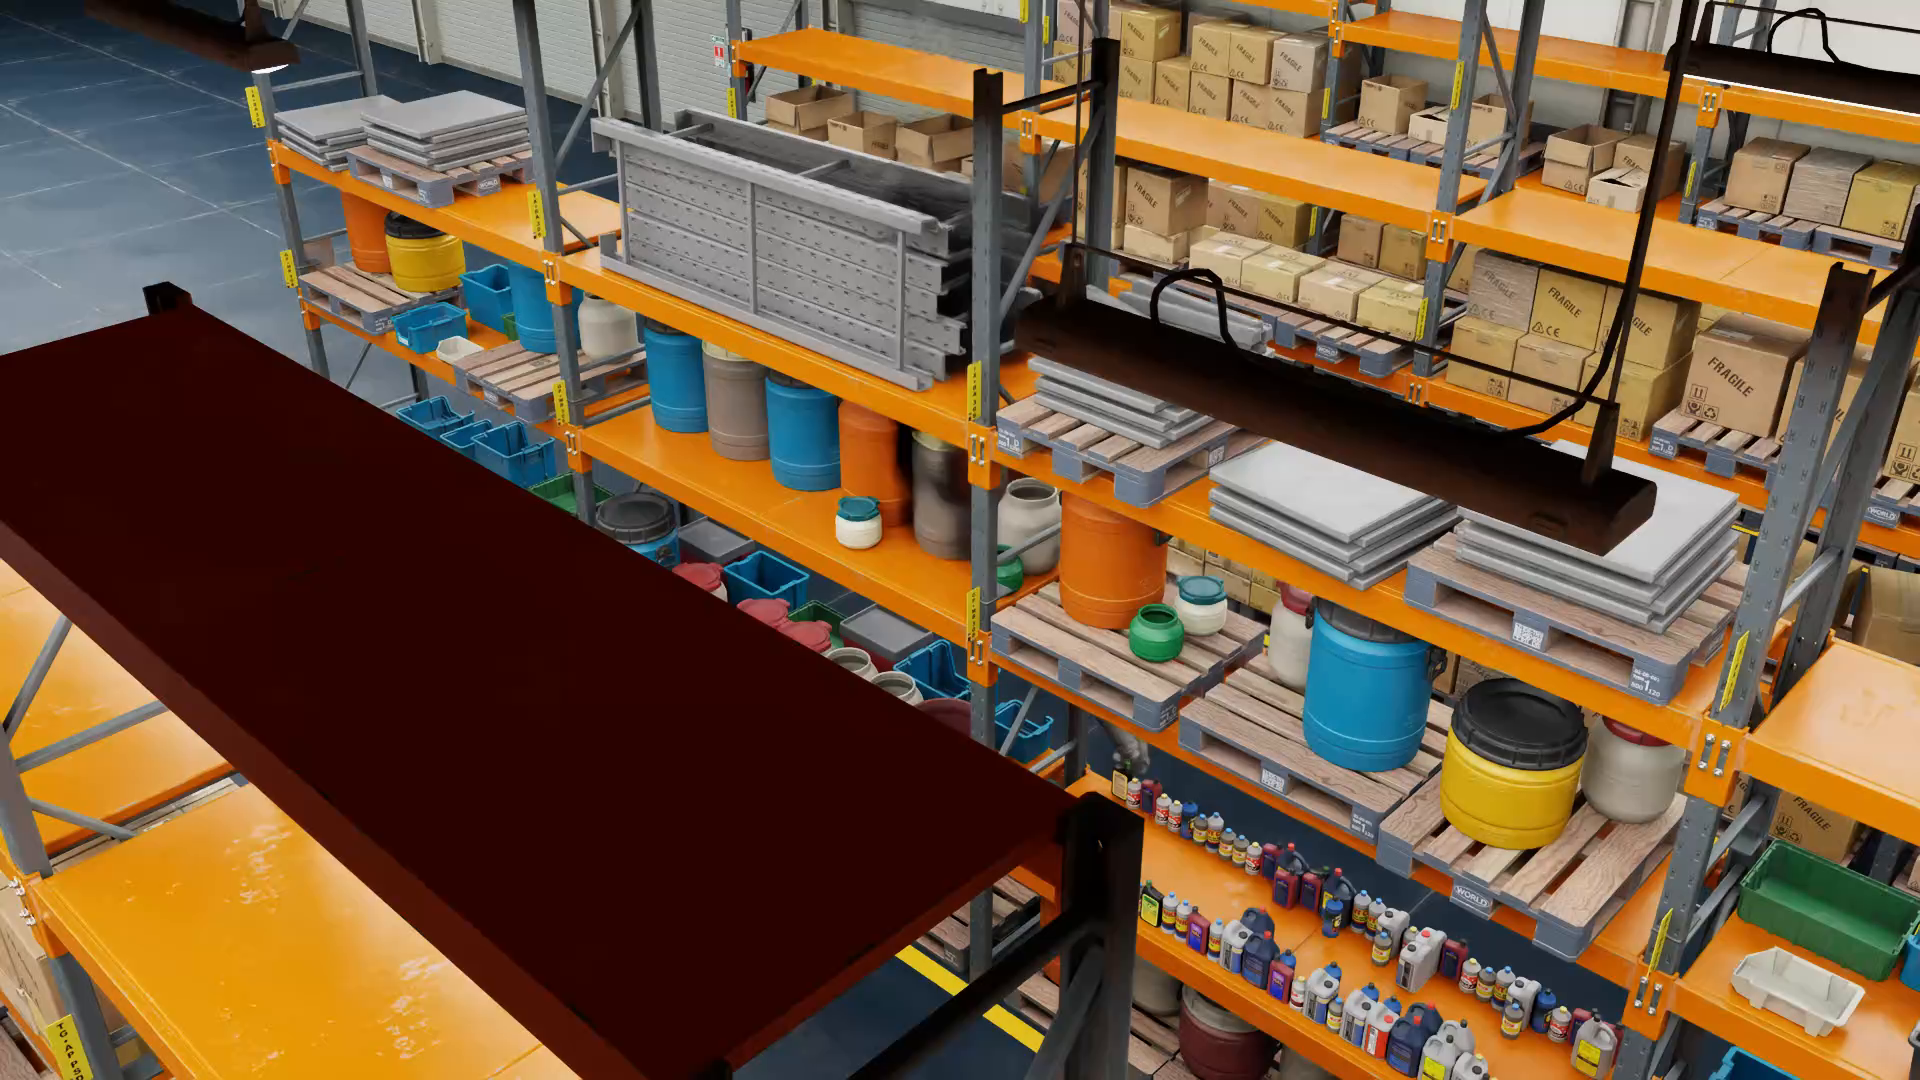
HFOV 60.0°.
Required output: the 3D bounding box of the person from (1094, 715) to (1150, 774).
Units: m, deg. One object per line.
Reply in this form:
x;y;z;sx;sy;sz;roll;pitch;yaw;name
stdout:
1.207;0.927;12.249;0.567;1.773;0.635;26;38;38;person
